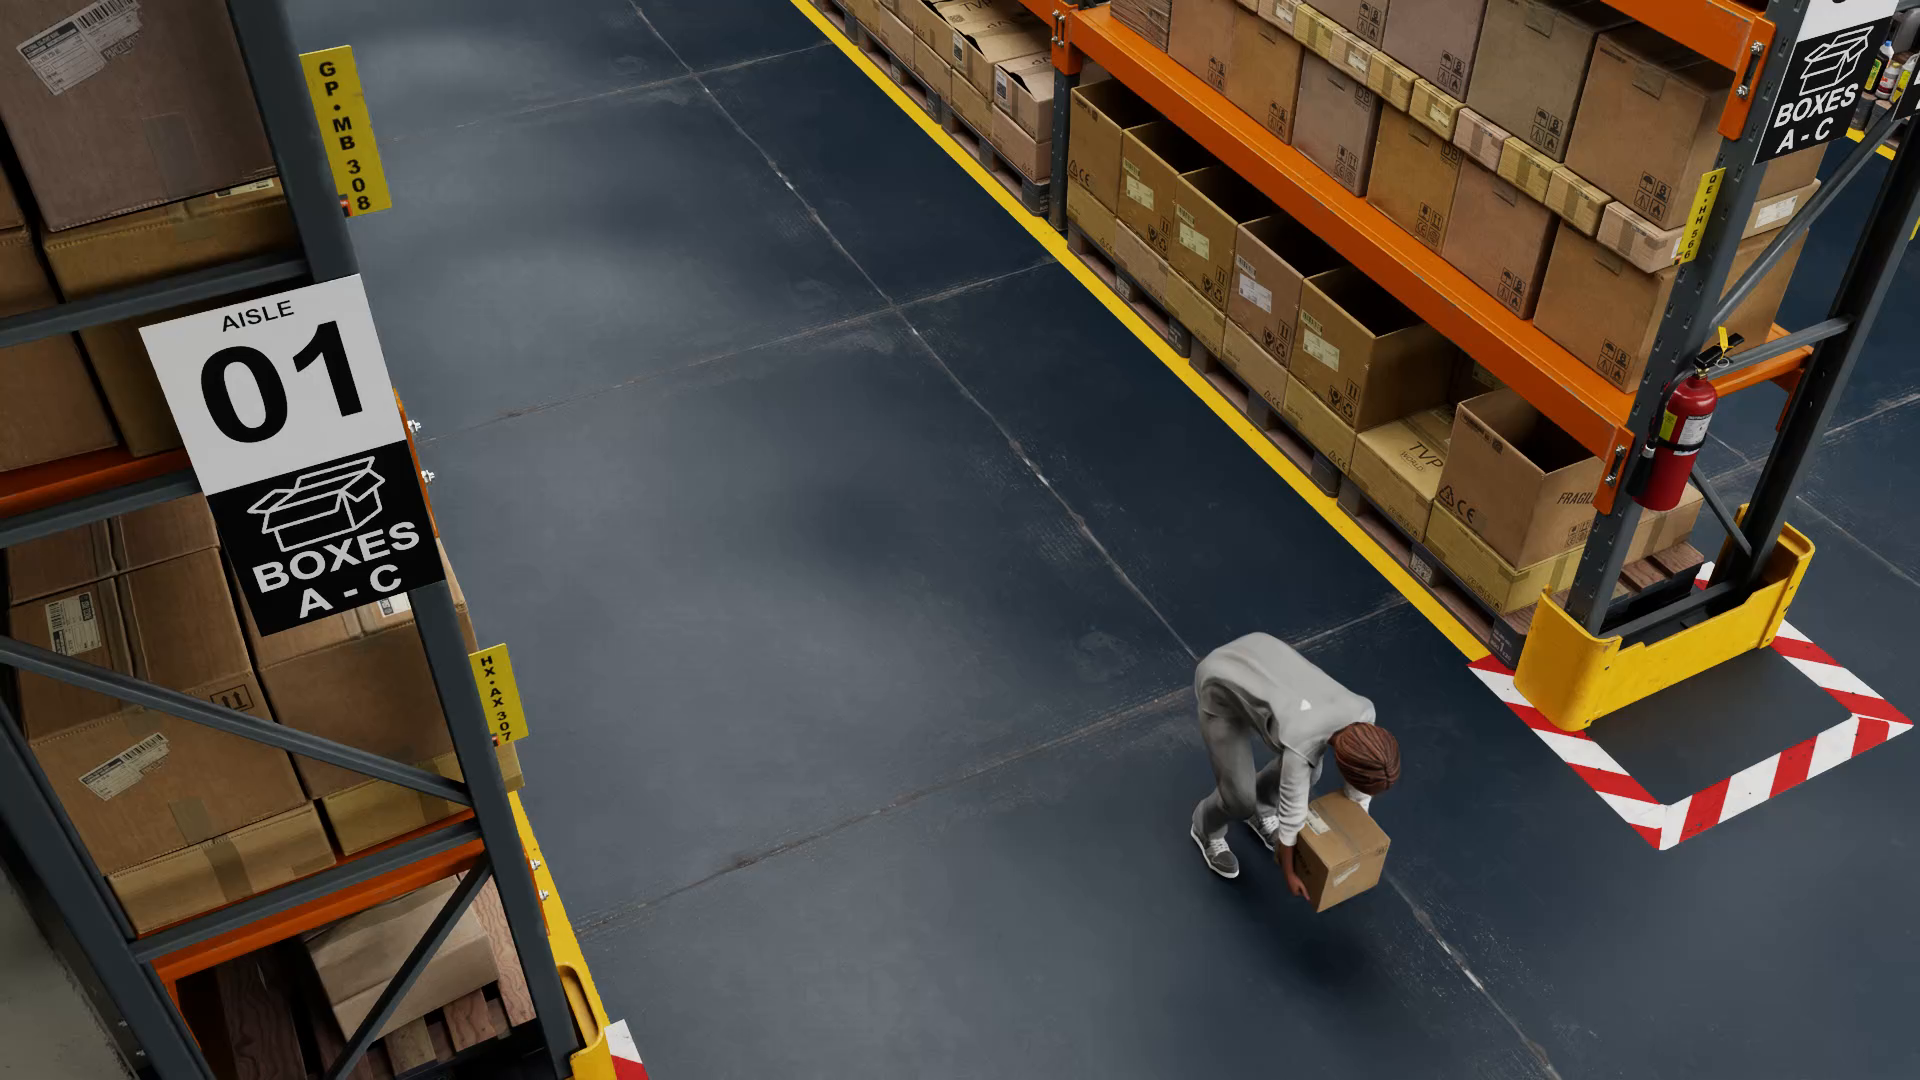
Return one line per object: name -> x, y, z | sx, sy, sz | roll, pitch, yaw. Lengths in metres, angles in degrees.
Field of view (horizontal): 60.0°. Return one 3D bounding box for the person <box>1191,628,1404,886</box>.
person -> 1.113, 0.798, 5.638 | 0.403, 1.115, 0.842 | -21, 46, -22
